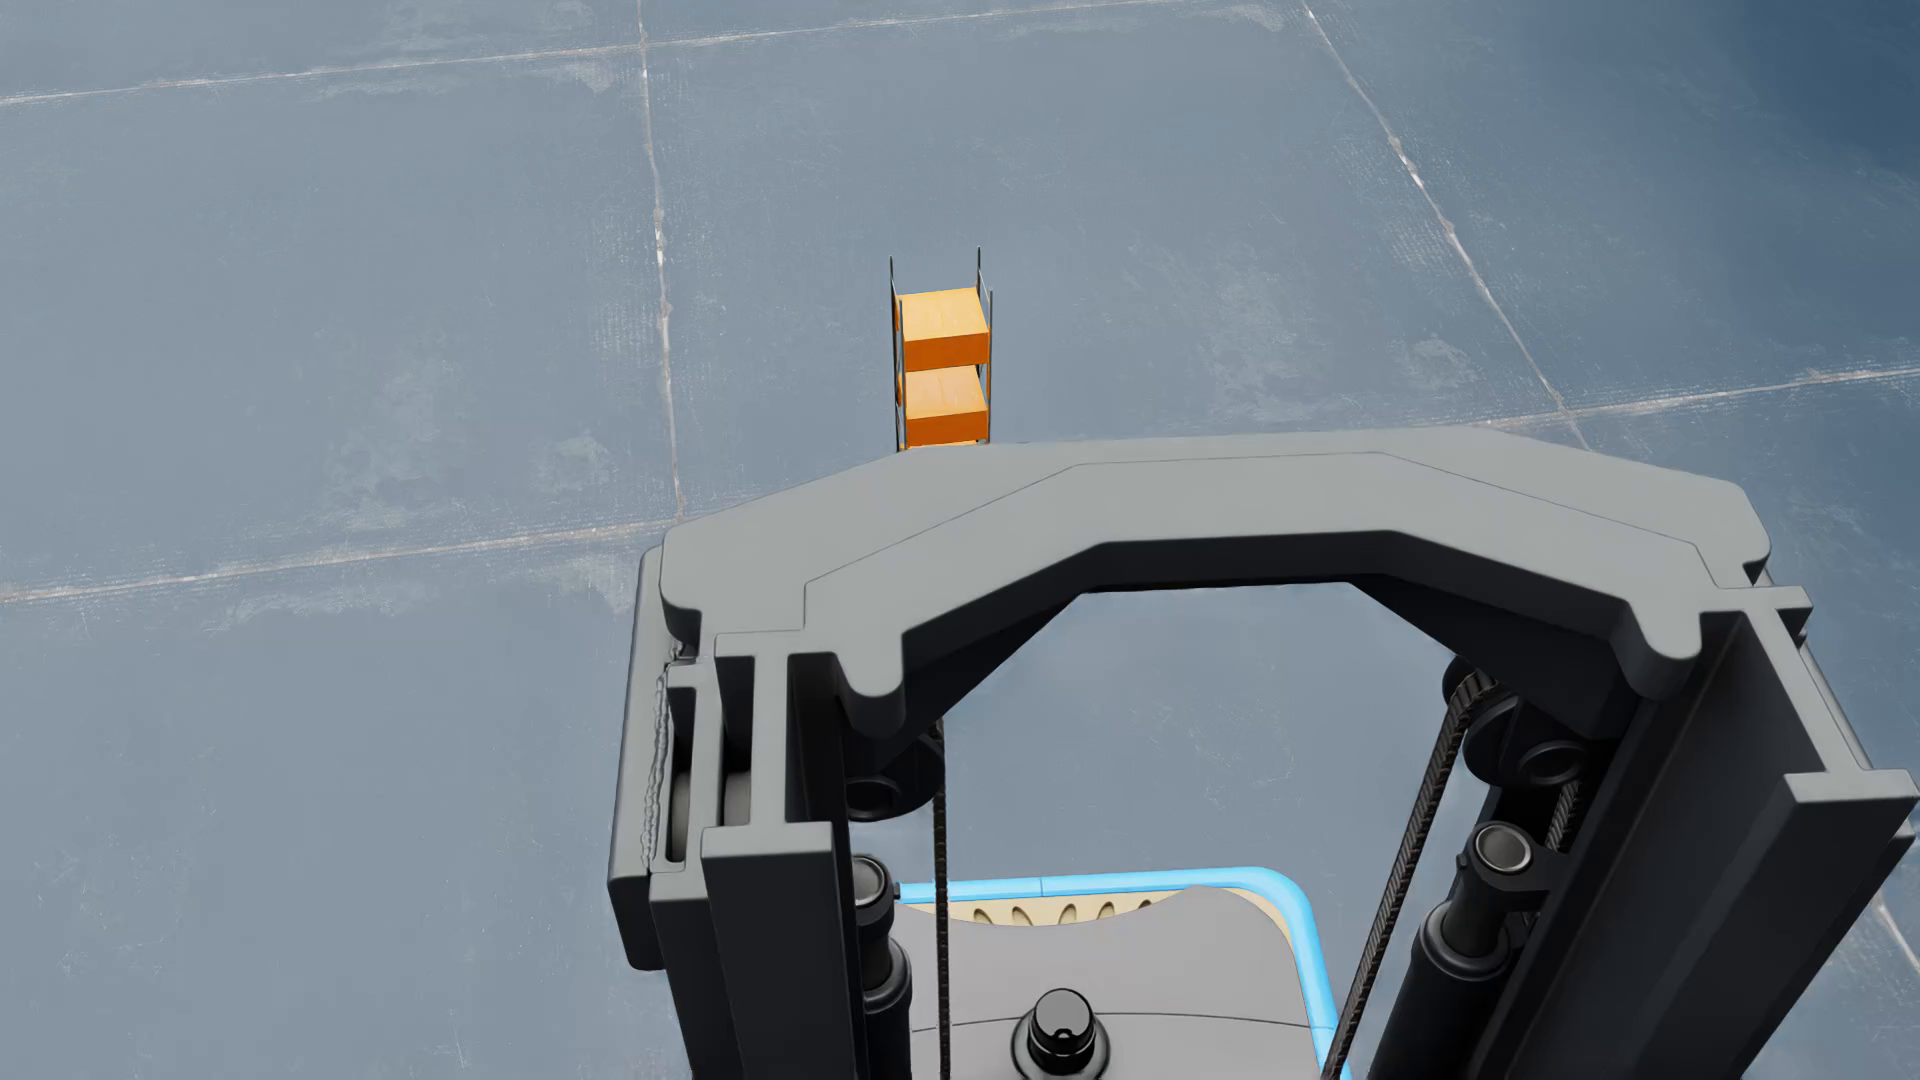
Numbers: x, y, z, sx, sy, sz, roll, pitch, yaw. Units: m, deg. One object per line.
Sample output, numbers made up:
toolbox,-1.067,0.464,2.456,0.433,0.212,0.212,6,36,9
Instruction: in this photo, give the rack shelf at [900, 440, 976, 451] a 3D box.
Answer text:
rack shelf,-0.053,-0.158,5.073,0.240,0.259,0.215,-7,46,-7

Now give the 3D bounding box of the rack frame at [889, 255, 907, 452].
rack frame,-0.173,-0.343,4.851,0.008,1.050,0.200,-7,46,-7

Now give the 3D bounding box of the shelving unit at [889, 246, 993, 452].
shelving unit,-0.053,-0.358,4.866,0.252,1.050,0.215,-7,46,-7

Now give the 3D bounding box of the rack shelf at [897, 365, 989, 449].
rack shelf,-0.053,-0.350,4.873,0.240,0.259,0.215,-7,46,-7

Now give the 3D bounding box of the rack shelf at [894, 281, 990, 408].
rack shelf,-0.053,-0.547,4.669,0.240,0.259,0.215,-7,46,-7

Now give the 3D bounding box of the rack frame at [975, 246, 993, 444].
rack frame,0.067,-0.373,4.880,0.008,1.050,0.200,-7,46,-7
